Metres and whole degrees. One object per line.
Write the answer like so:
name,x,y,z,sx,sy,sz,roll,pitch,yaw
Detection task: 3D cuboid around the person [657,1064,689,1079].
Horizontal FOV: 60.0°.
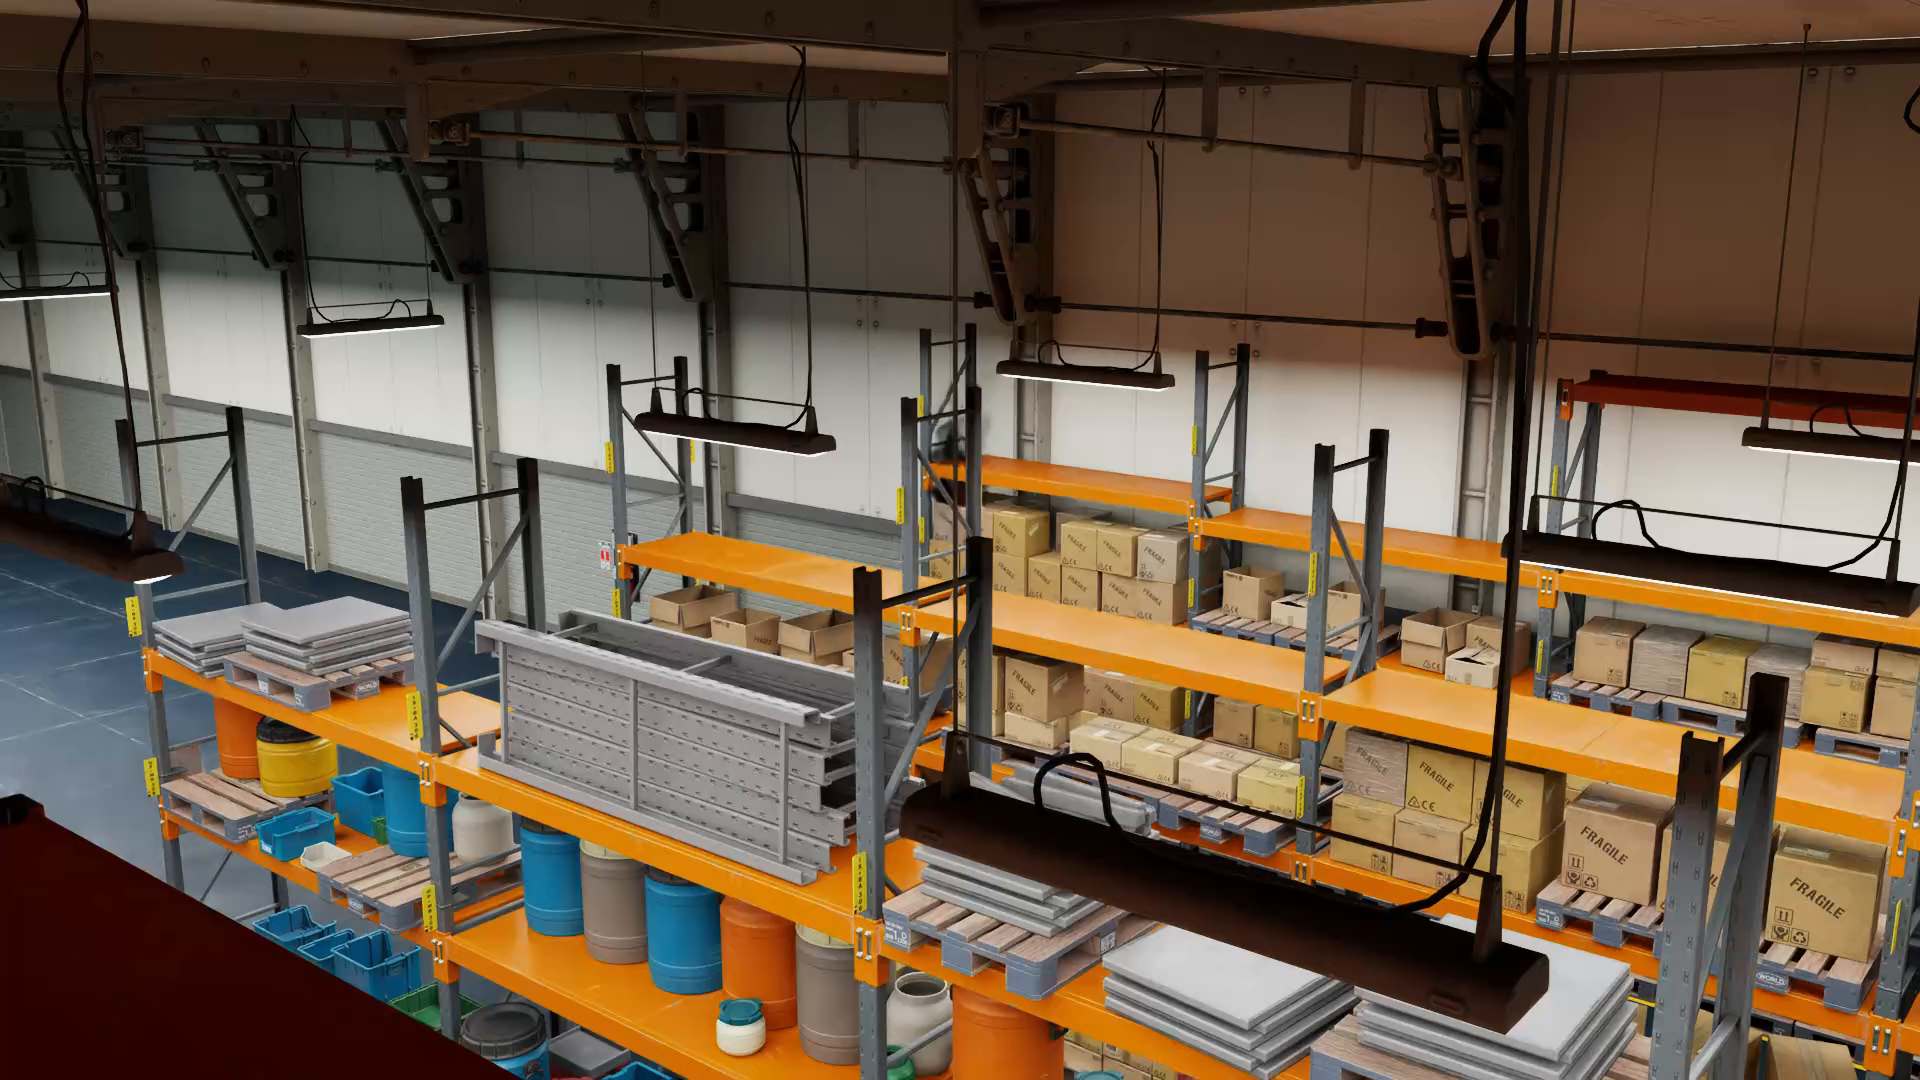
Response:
person,-2.439,4.043,14.240,0.987,1.745,0.707,7,14,28
